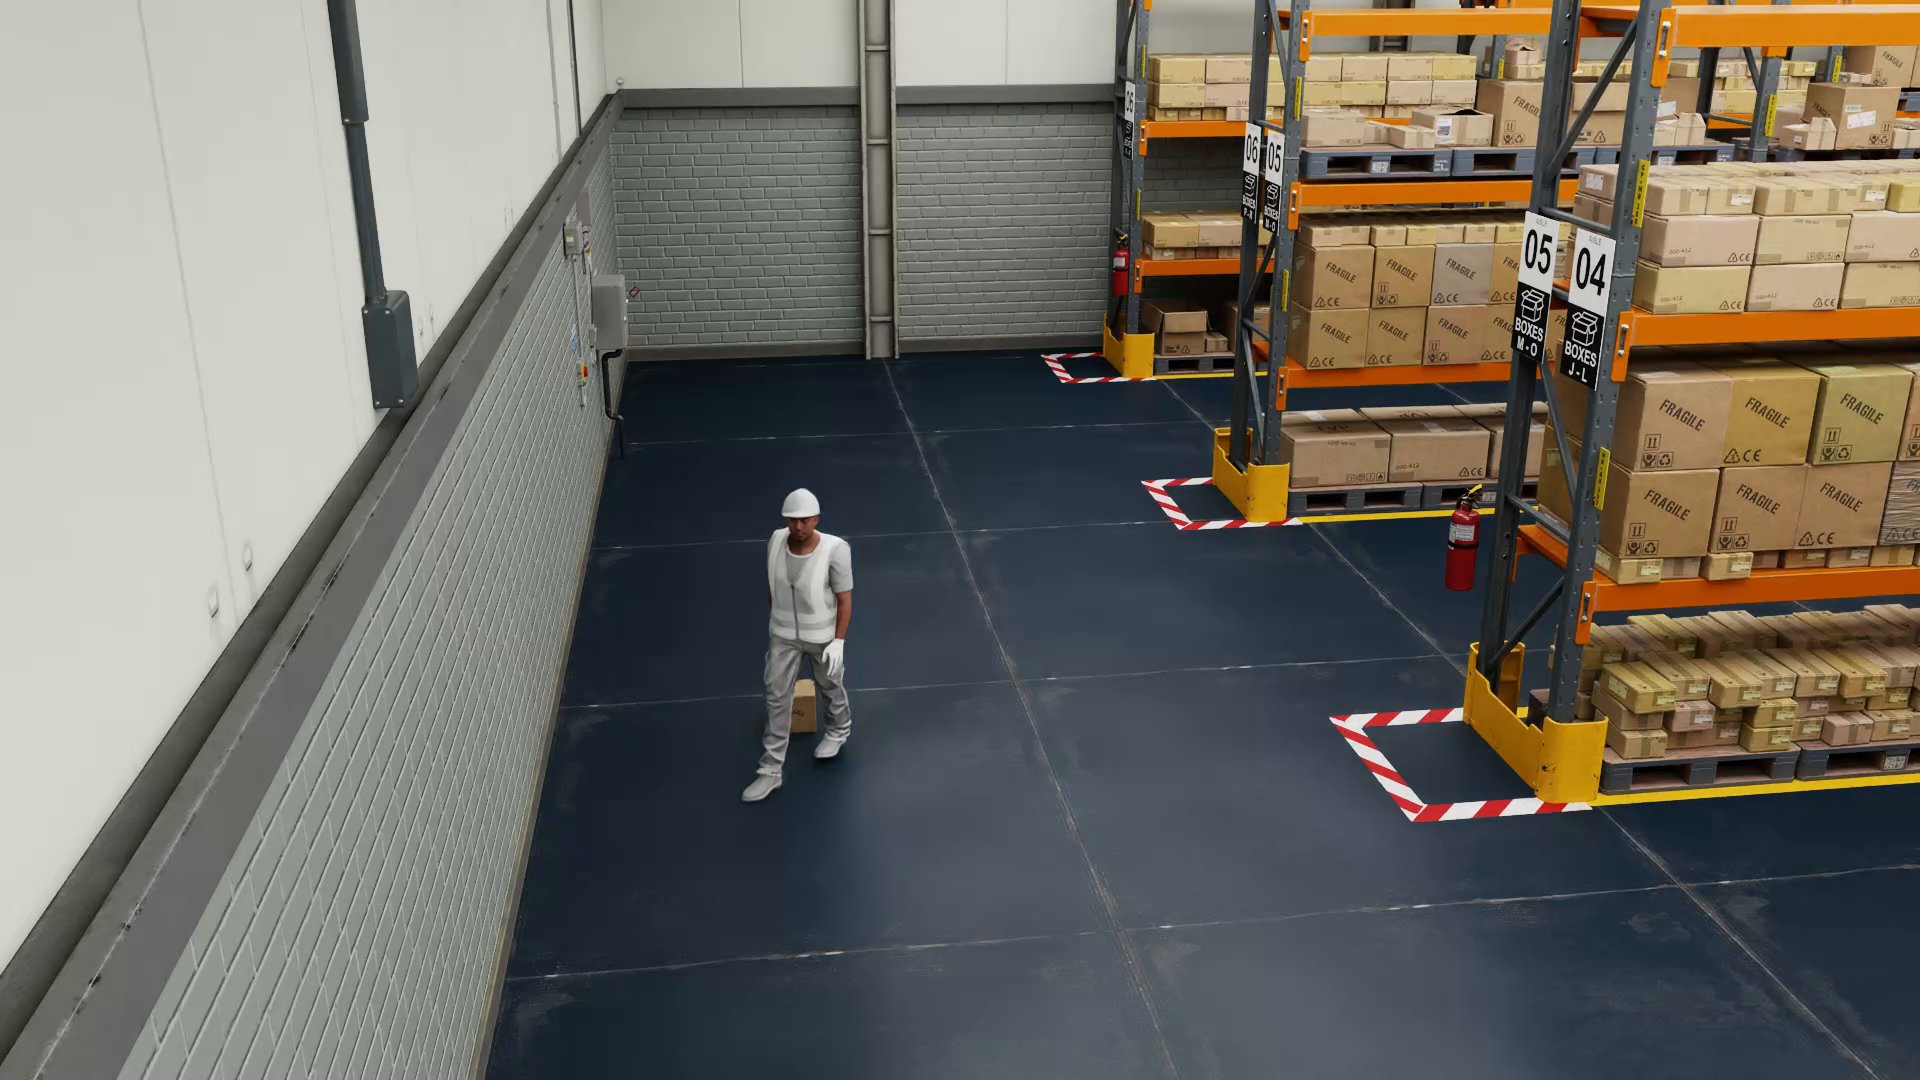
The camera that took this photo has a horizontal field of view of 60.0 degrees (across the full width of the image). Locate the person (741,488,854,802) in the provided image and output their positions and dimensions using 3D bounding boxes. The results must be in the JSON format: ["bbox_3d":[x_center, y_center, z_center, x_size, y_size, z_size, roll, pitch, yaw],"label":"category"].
[{"bbox_3d":[-0.895,0.549,9.462,0.586,1.741,0.914,5,20,14],"label":"person"}]
